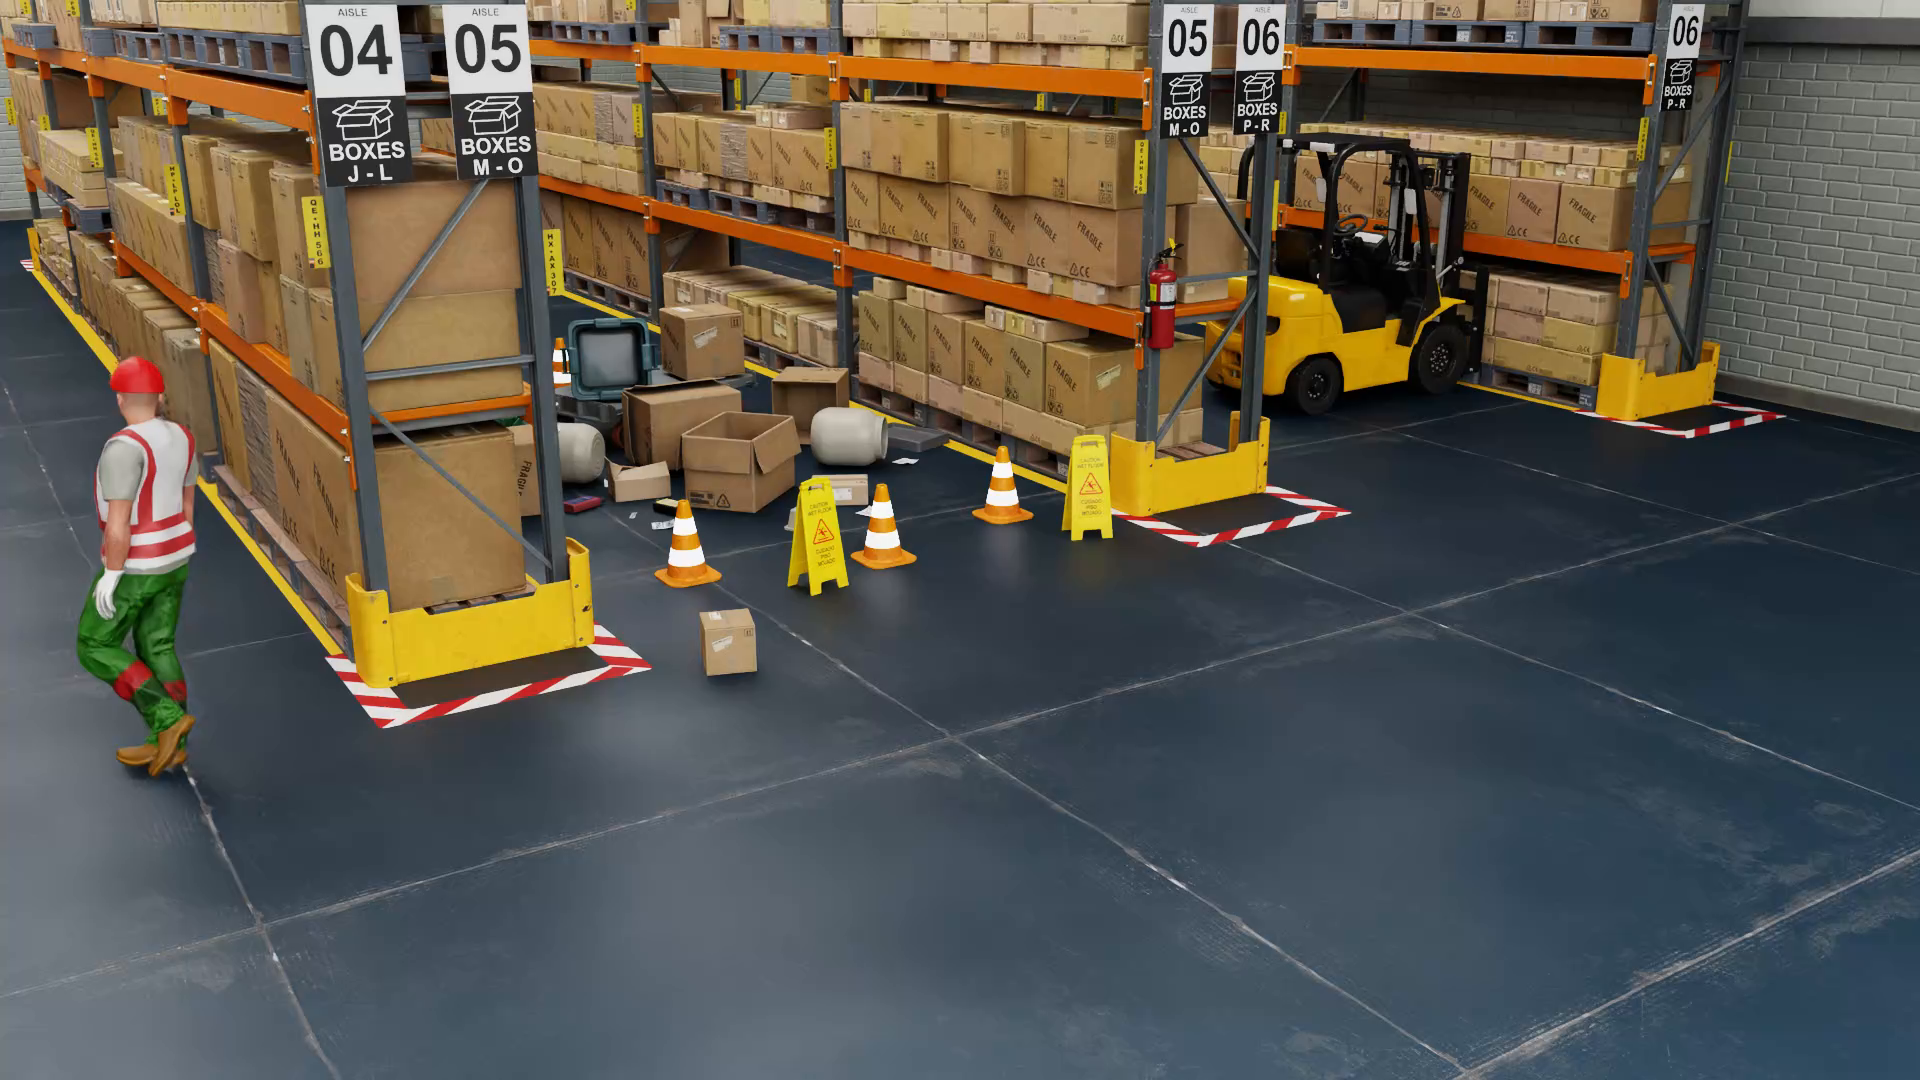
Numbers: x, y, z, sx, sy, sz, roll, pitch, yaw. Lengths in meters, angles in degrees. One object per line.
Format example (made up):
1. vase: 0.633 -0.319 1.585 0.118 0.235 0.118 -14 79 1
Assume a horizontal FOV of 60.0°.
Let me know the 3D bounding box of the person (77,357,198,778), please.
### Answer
1. person: -3.490 0.110 7.101 0.482 1.767 0.633 3 18 8
